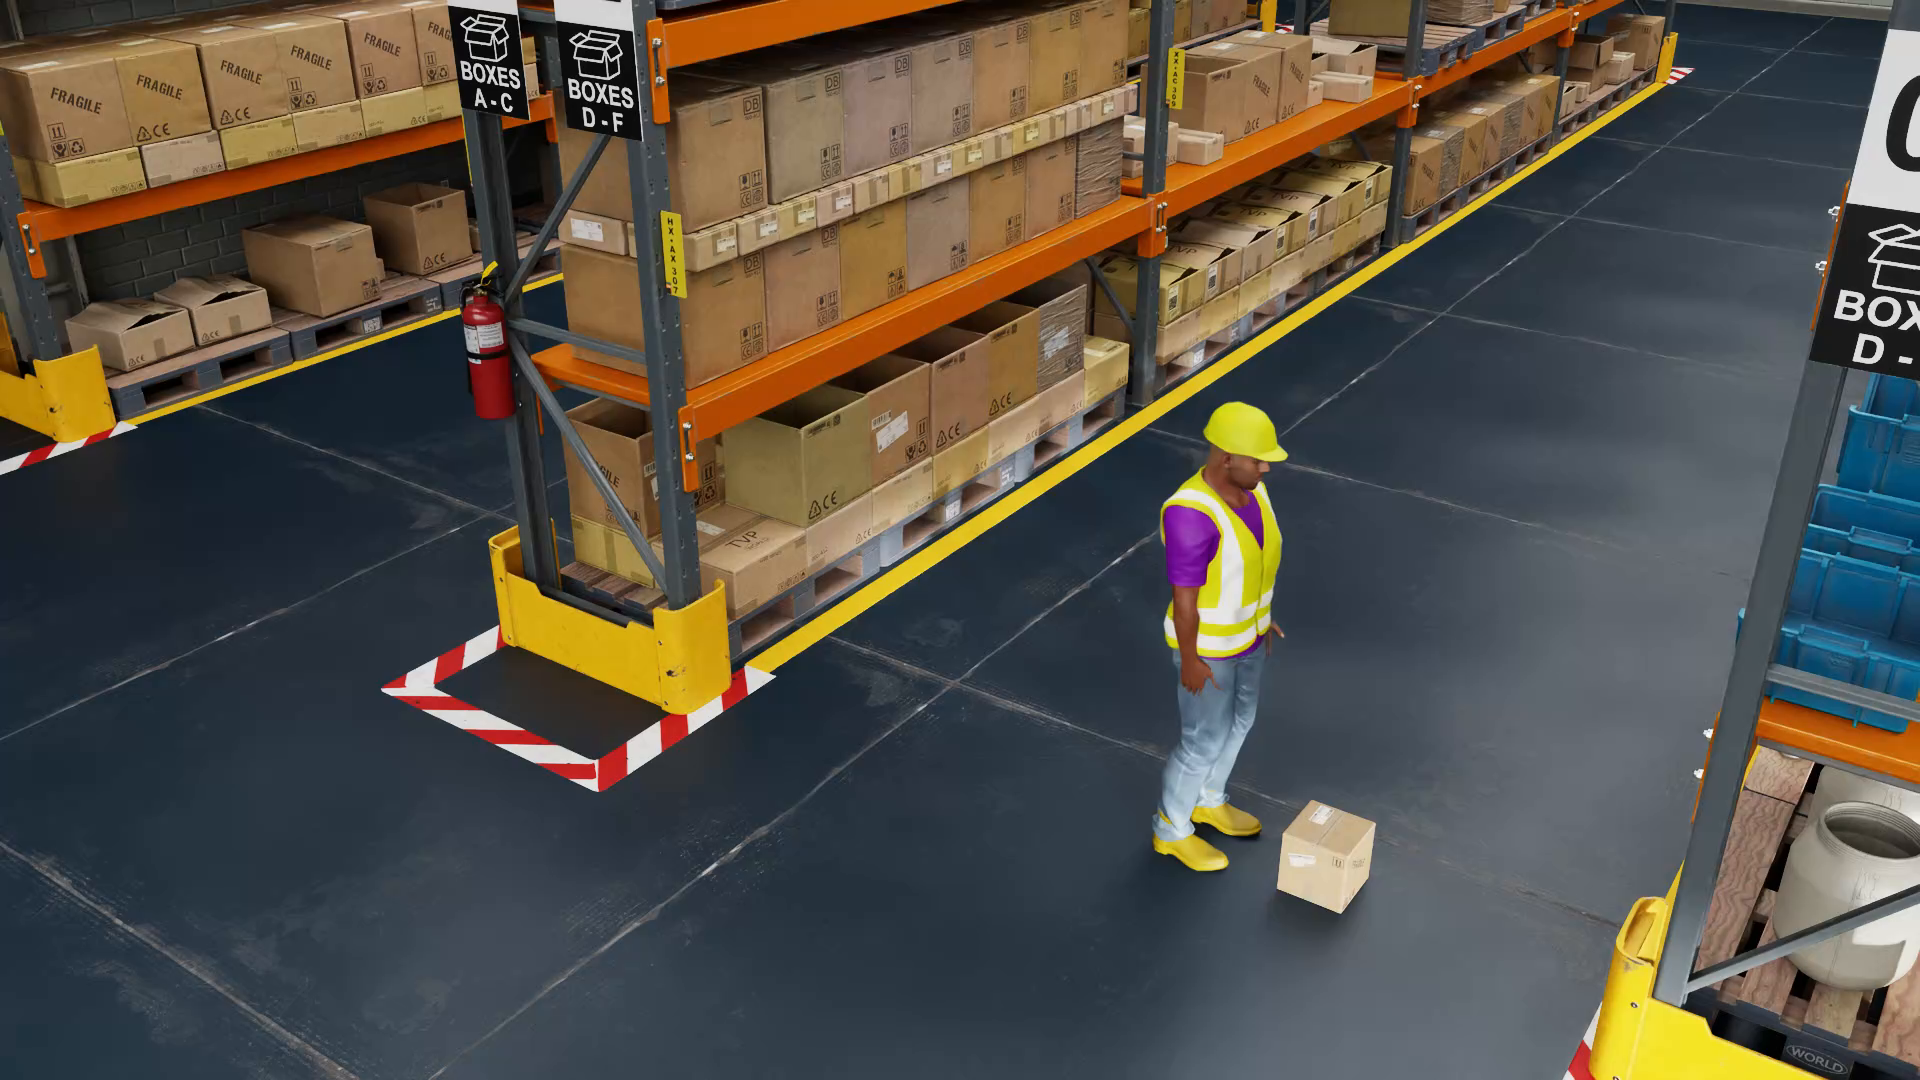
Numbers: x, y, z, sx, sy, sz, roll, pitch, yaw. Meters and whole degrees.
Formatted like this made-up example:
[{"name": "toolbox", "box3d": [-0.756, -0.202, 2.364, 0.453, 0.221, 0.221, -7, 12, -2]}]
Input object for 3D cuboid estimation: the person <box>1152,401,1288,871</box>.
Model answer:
[{"name": "person", "box3d": [0.928, 0.333, 5.933, 0.363, 1.762, 0.566, 18, 32, 31]}]
